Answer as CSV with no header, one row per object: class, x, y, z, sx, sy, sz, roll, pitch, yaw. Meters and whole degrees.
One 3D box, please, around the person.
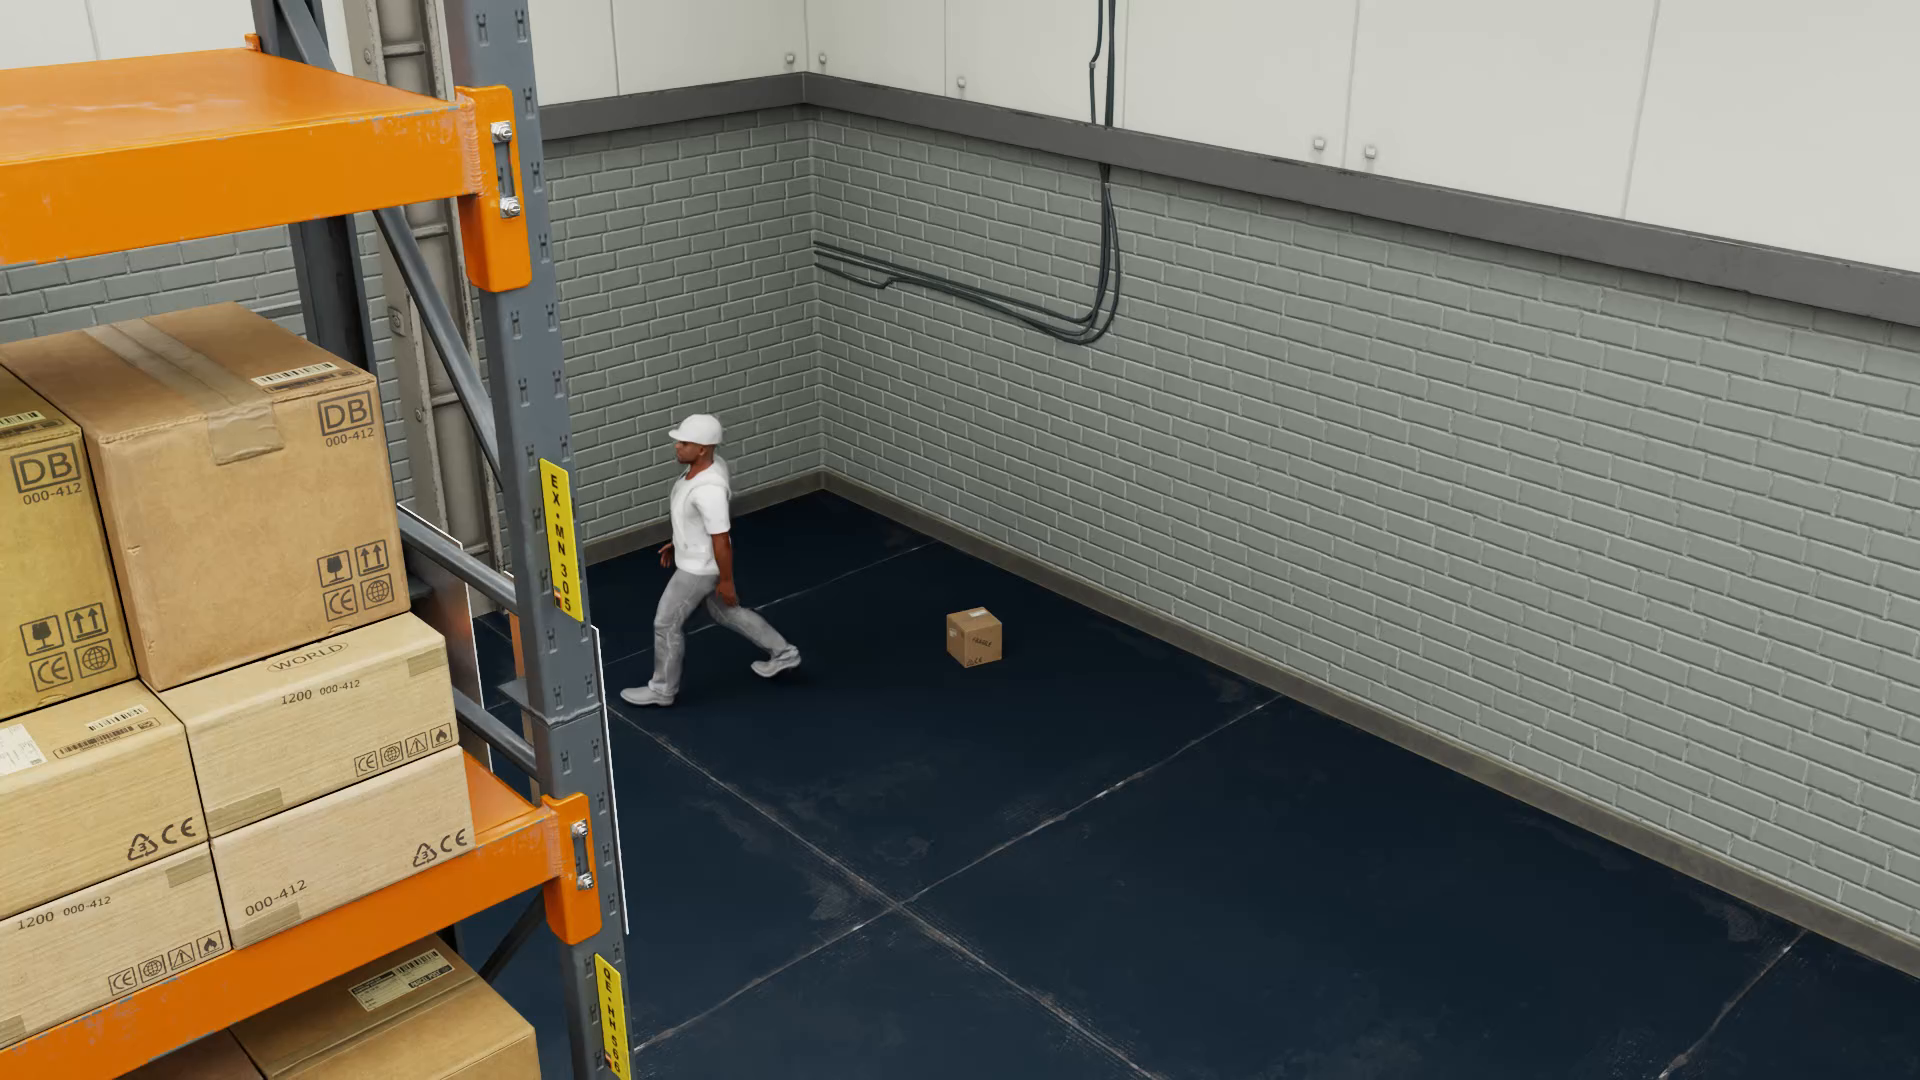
person,-1.439,0.105,9.343,1.041,1.724,0.564,-2,24,-4
